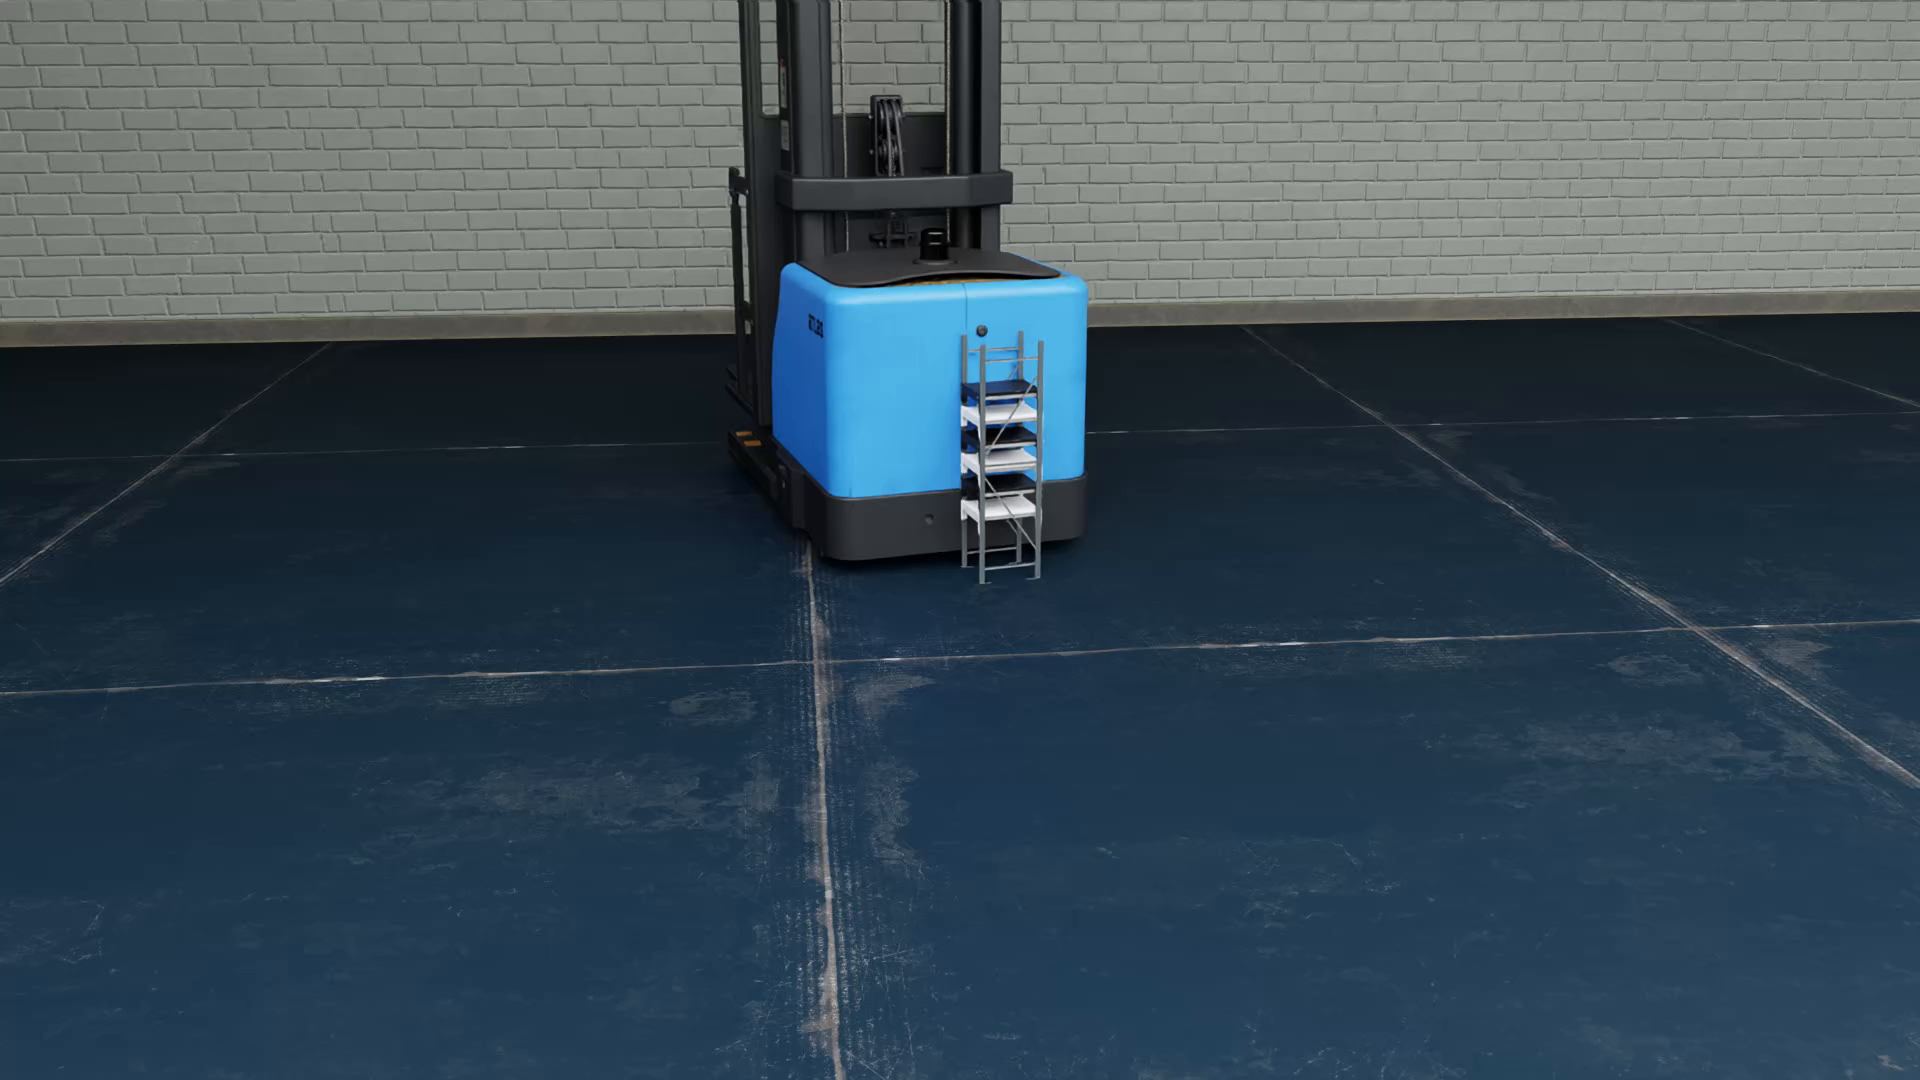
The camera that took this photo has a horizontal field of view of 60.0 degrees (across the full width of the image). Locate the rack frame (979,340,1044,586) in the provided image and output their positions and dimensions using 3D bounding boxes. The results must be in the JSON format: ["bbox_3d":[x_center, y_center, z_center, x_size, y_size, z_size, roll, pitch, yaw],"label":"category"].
[{"bbox_3d":[0.185,-0.273,6.044,0.240,0.900,0.006,-6,18,-18],"label":"rack frame"}]

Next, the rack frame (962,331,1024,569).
[{"bbox_3d":[0.121,-0.331,6.228,0.240,0.900,0.006,-6,18,-18],"label":"rack frame"}]

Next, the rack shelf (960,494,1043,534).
[{"bbox_3d":[0.153,-0.098,6.200,0.258,0.077,0.200,-6,18,-18],"label":"rack shelf"}]

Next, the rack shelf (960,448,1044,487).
[{"bbox_3d":[0.153,-0.270,6.146,0.258,0.077,0.200,-6,18,-18],"label":"rack shelf"}]

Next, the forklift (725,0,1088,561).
[{"bbox_3d":[-0.451,-1.723,7.272,1.130,2.935,3.031,-6,18,-18],"label":"forklift"}]

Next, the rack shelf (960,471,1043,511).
[{"bbox_3d":[0.153,-0.184,6.173,0.258,0.077,0.200,-6,18,-18],"label":"rack shelf"}]

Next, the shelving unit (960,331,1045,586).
[{"bbox_3d":[0.153,-0.302,6.136,0.258,0.900,0.210,-6,18,-18],"label":"shelving unit"}]

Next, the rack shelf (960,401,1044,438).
[{"bbox_3d":[0.153,-0.442,6.092,0.258,0.077,0.200,-6,18,-18],"label":"rack shelf"}]

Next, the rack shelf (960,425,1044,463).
[{"bbox_3d":[0.153,-0.356,6.119,0.258,0.077,0.200,-6,18,-18],"label":"rack shelf"}]

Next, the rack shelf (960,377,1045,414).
[{"bbox_3d":[0.153,-0.528,6.065,0.258,0.077,0.200,-6,18,-18],"label":"rack shelf"}]
